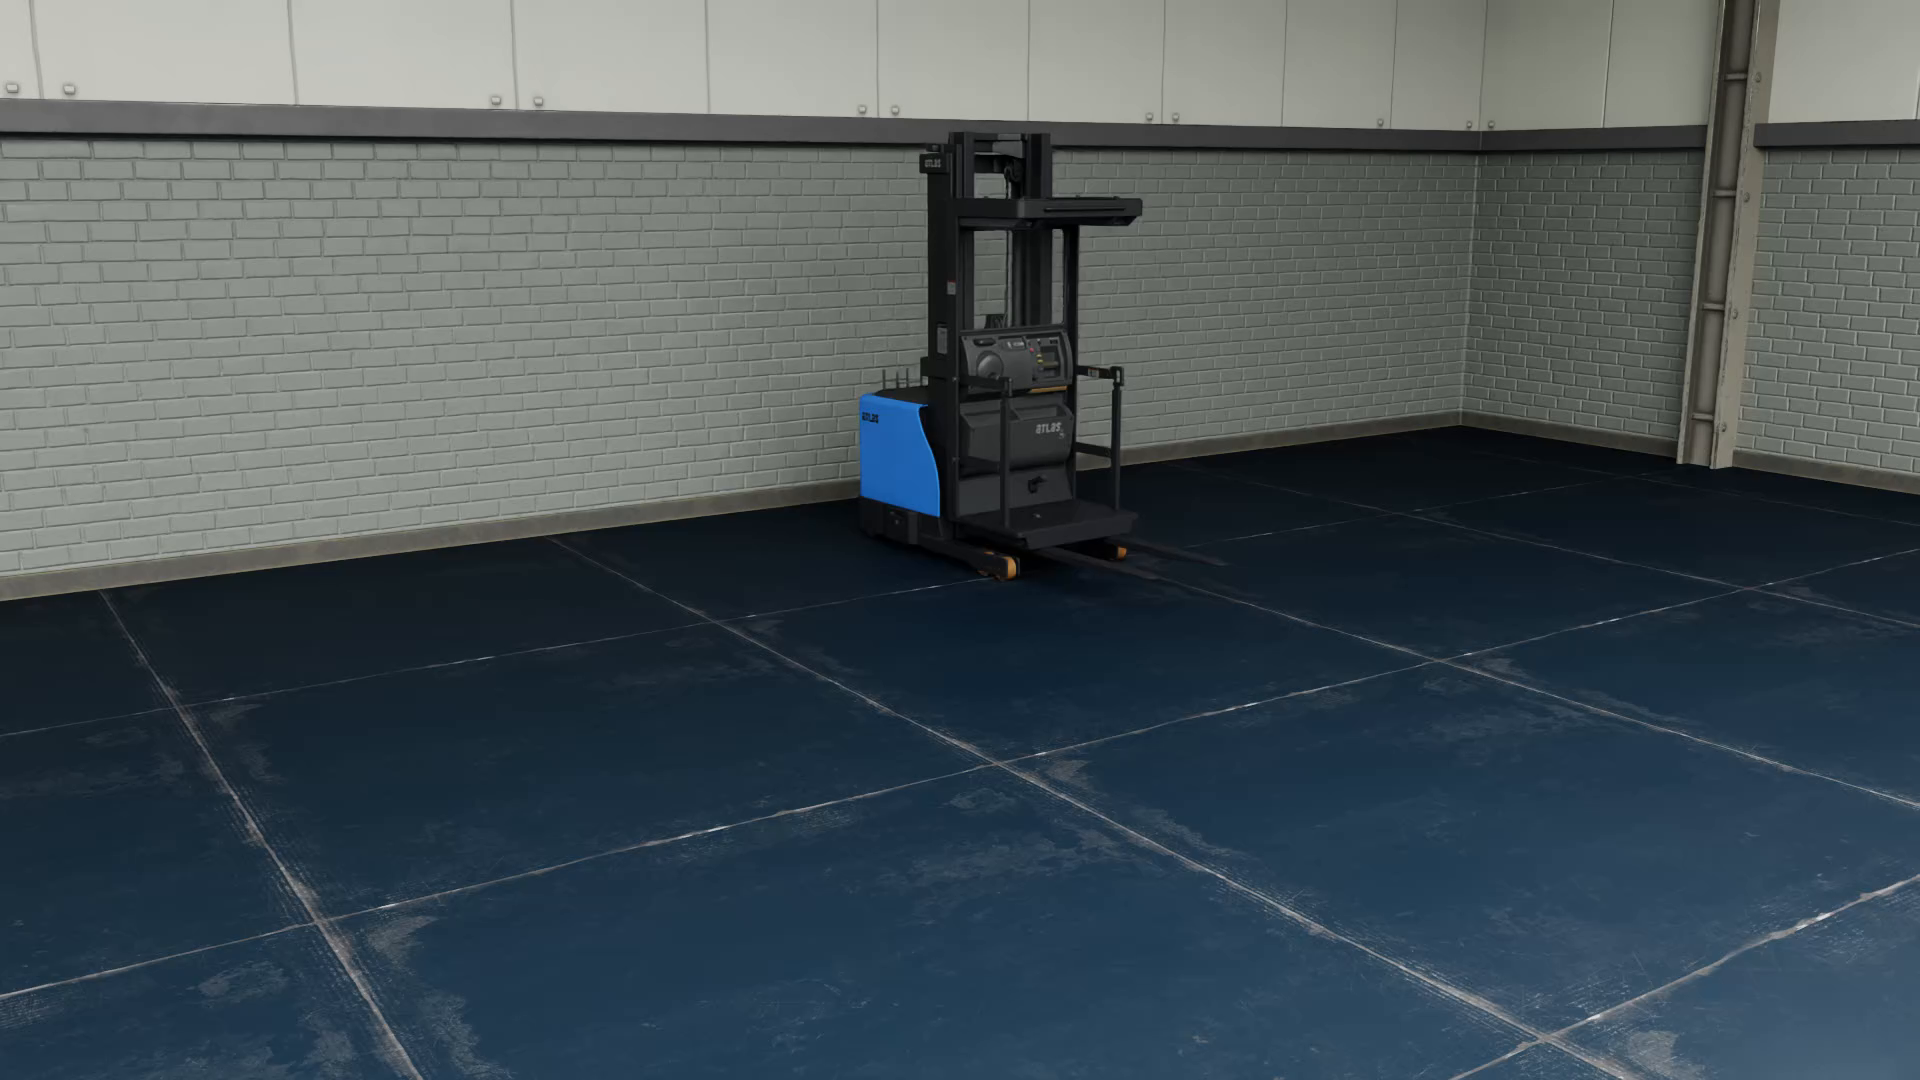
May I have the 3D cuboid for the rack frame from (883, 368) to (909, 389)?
[{"bbox_3d":[-0.492,-0.723,12.861,0.240,1.200,0.006,-9,15,-36],"label":"rack frame"}]

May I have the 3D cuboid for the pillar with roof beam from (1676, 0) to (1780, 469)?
[{"bbox_3d":[3.402,-4.595,12.310,9.100,9.000,0.400,-8,15,-33],"label":"pillar with roof beam"}]

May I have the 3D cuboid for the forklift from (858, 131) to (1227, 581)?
[{"bbox_3d":[0.530,-1.277,11.341,1.130,2.935,3.031,-9,15,-36],"label":"forklift"}]

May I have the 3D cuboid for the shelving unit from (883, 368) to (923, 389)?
[{"bbox_3d":[-0.436,-0.708,12.790,0.258,1.200,0.189,-9,15,-36],"label":"shelving unit"}]

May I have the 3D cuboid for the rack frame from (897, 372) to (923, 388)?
[{"bbox_3d":[-0.381,-0.692,12.719,0.240,1.200,0.006,-9,15,-36],"label":"rack frame"}]
